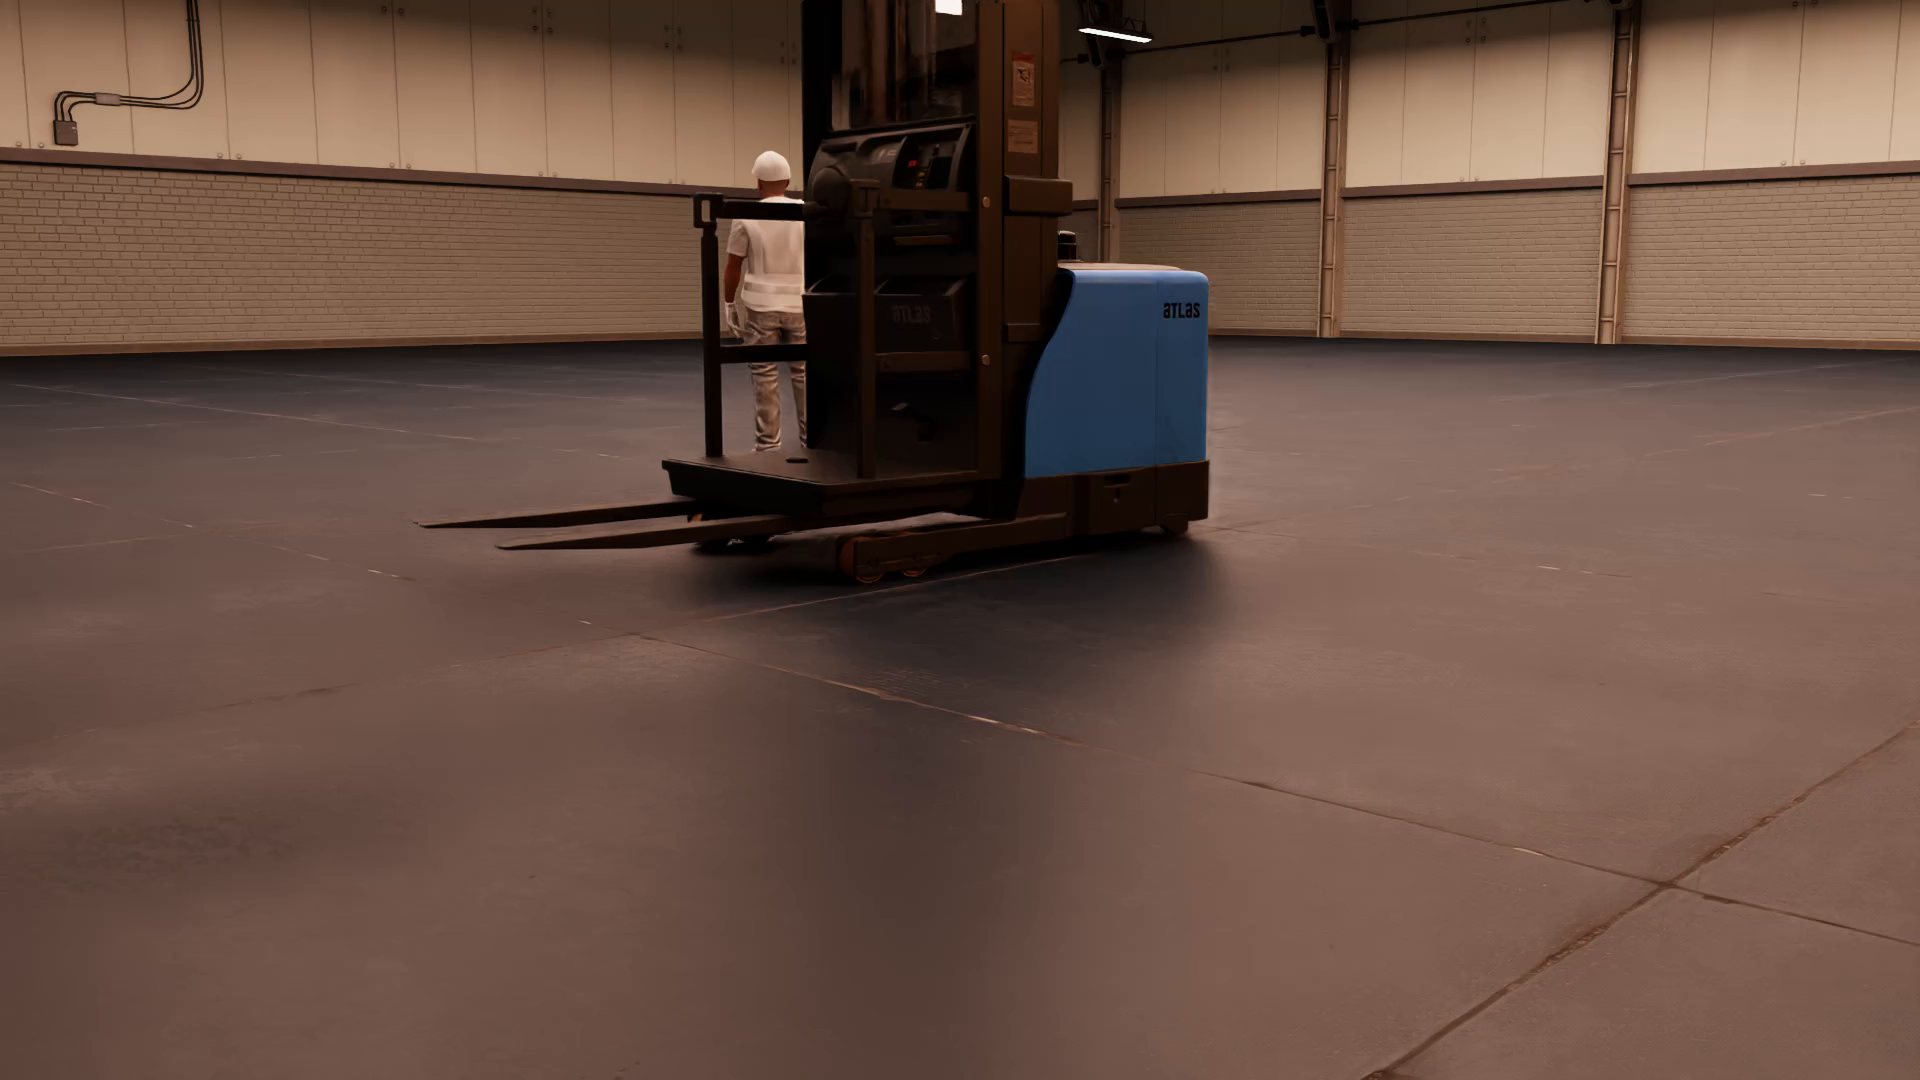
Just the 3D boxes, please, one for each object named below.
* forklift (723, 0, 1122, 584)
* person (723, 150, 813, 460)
[{"bbox_3d":[-0.062,-1.354,5.866,1.130,2.935,3.031,2,9,10],"label":"forklift"},{"bbox_3d":[-1.075,-1.369,9.776,0.655,1.782,0.577,-3,9,-17],"label":"person"}]
